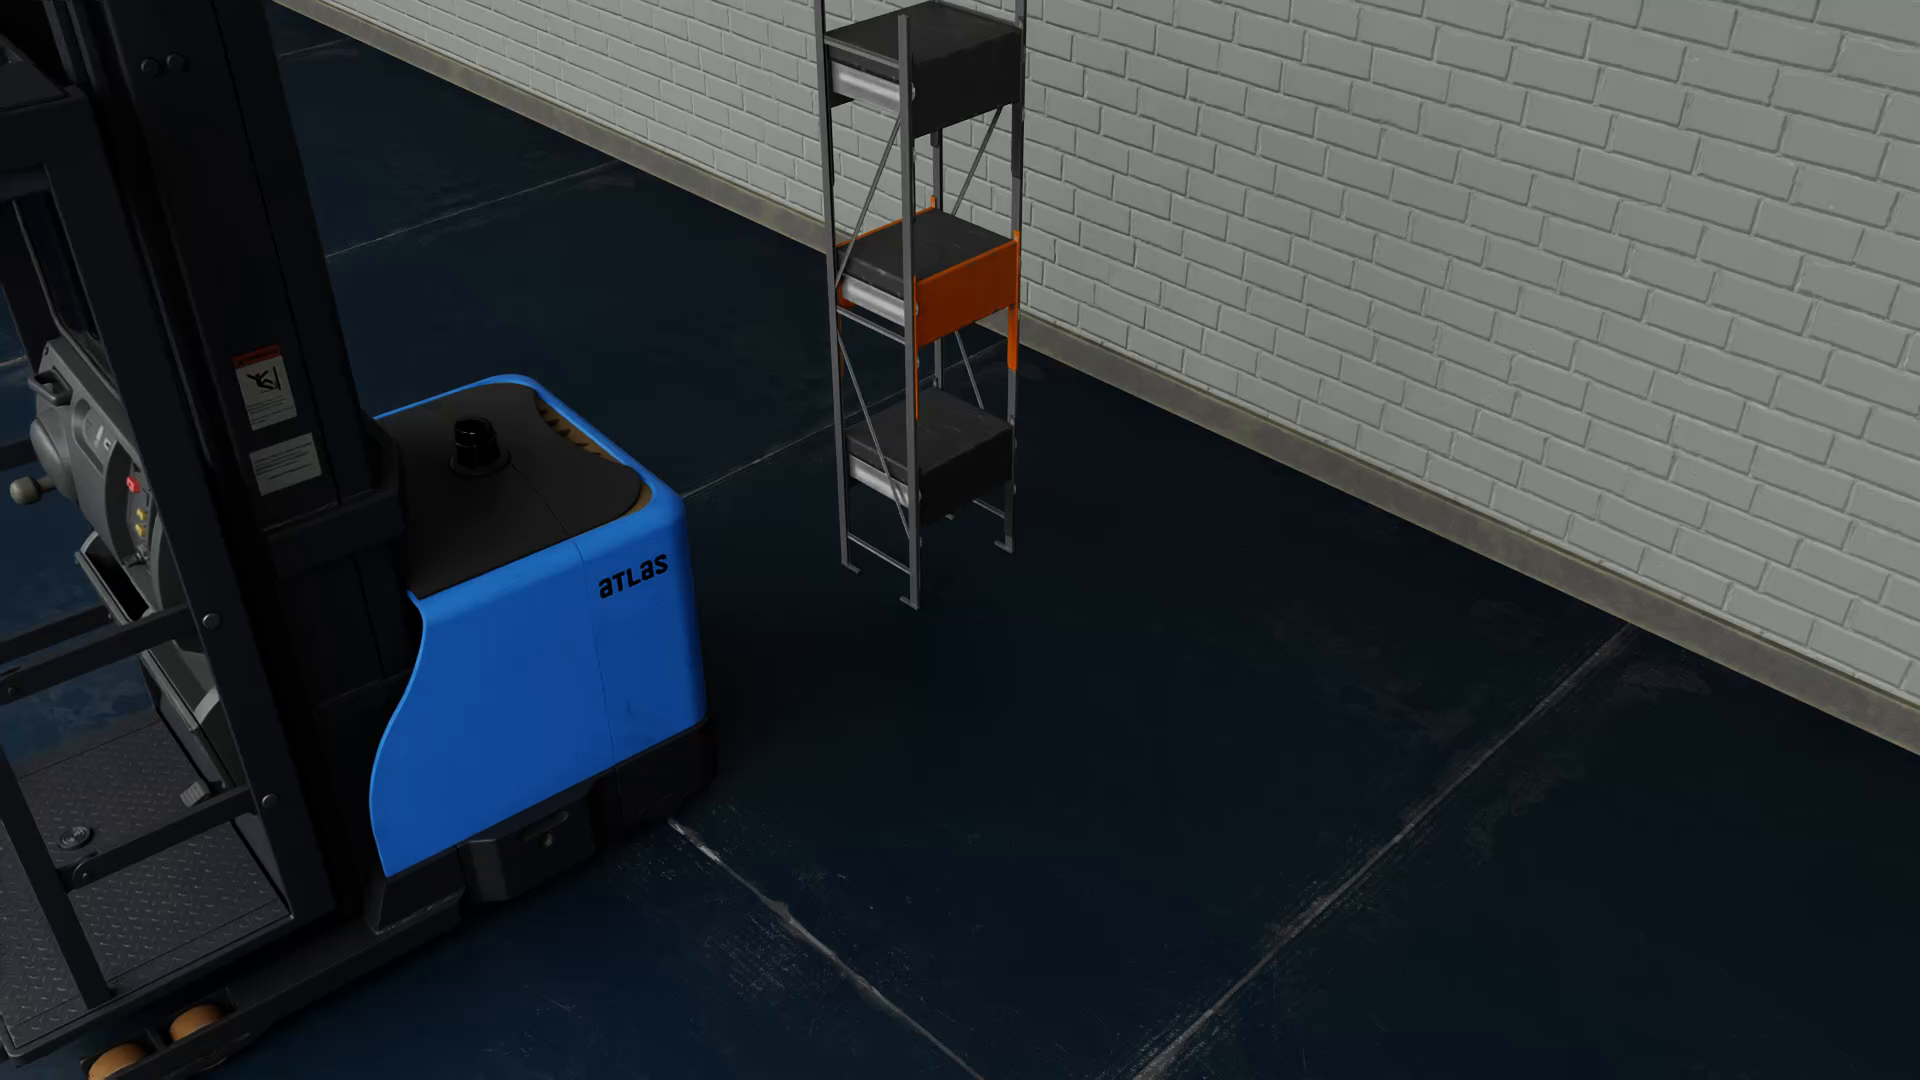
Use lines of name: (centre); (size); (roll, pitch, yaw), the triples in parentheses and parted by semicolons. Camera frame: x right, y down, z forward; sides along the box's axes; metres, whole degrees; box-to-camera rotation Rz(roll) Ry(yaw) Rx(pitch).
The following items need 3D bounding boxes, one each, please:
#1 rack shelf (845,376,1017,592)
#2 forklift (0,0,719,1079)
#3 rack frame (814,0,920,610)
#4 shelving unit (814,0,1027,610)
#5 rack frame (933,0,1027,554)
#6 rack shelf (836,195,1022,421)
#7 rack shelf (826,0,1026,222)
rack shelf: (-0.117, -0.209, 5.961); (0.431, 0.518, 0.480); (30, 45, 35)
forklift: (-2.197, -0.108, 3.842); (3.031, 2.935, 1.130); (-25, 42, -32)
rack frame: (-0.289, -0.695, 5.411); (0.400, 2.100, 0.015); (30, 45, 35)
shelving unit: (-0.117, -0.794, 5.553); (0.431, 2.100, 0.503); (30, 45, 35)
rack frame: (0.055, -0.893, 5.695); (0.400, 2.100, 0.015); (30, 45, 35)
rack shelf: (-0.117, -0.783, 5.561); (0.431, 0.518, 0.480); (30, 45, 35)
rack shelf: (-0.117, -1.357, 5.160); (0.431, 0.518, 0.480); (30, 45, 35)
